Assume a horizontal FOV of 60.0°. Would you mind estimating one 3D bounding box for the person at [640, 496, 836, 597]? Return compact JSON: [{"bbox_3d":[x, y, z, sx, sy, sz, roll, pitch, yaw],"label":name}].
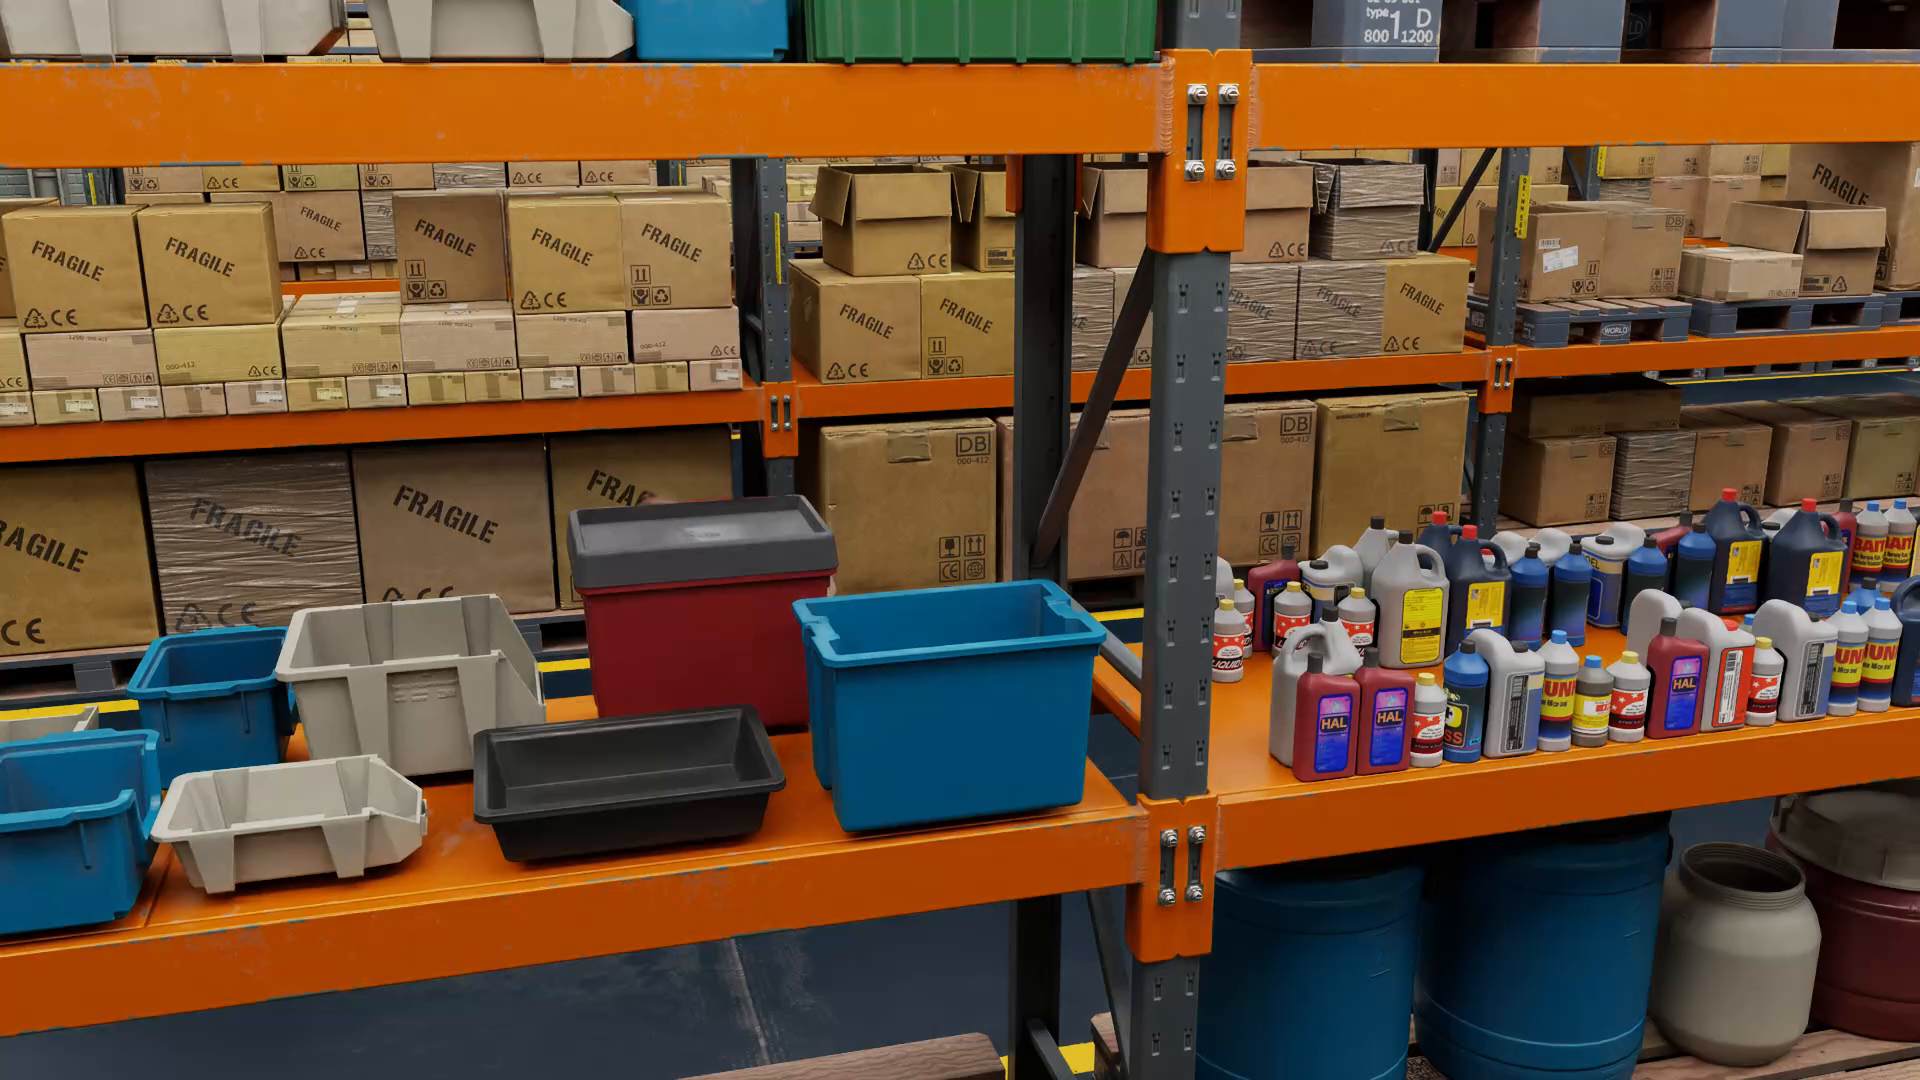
[{"bbox_3d":[-0.980,0.308,7.272,0.860,1.026,0.572,0,16,0],"label":"person"}]
